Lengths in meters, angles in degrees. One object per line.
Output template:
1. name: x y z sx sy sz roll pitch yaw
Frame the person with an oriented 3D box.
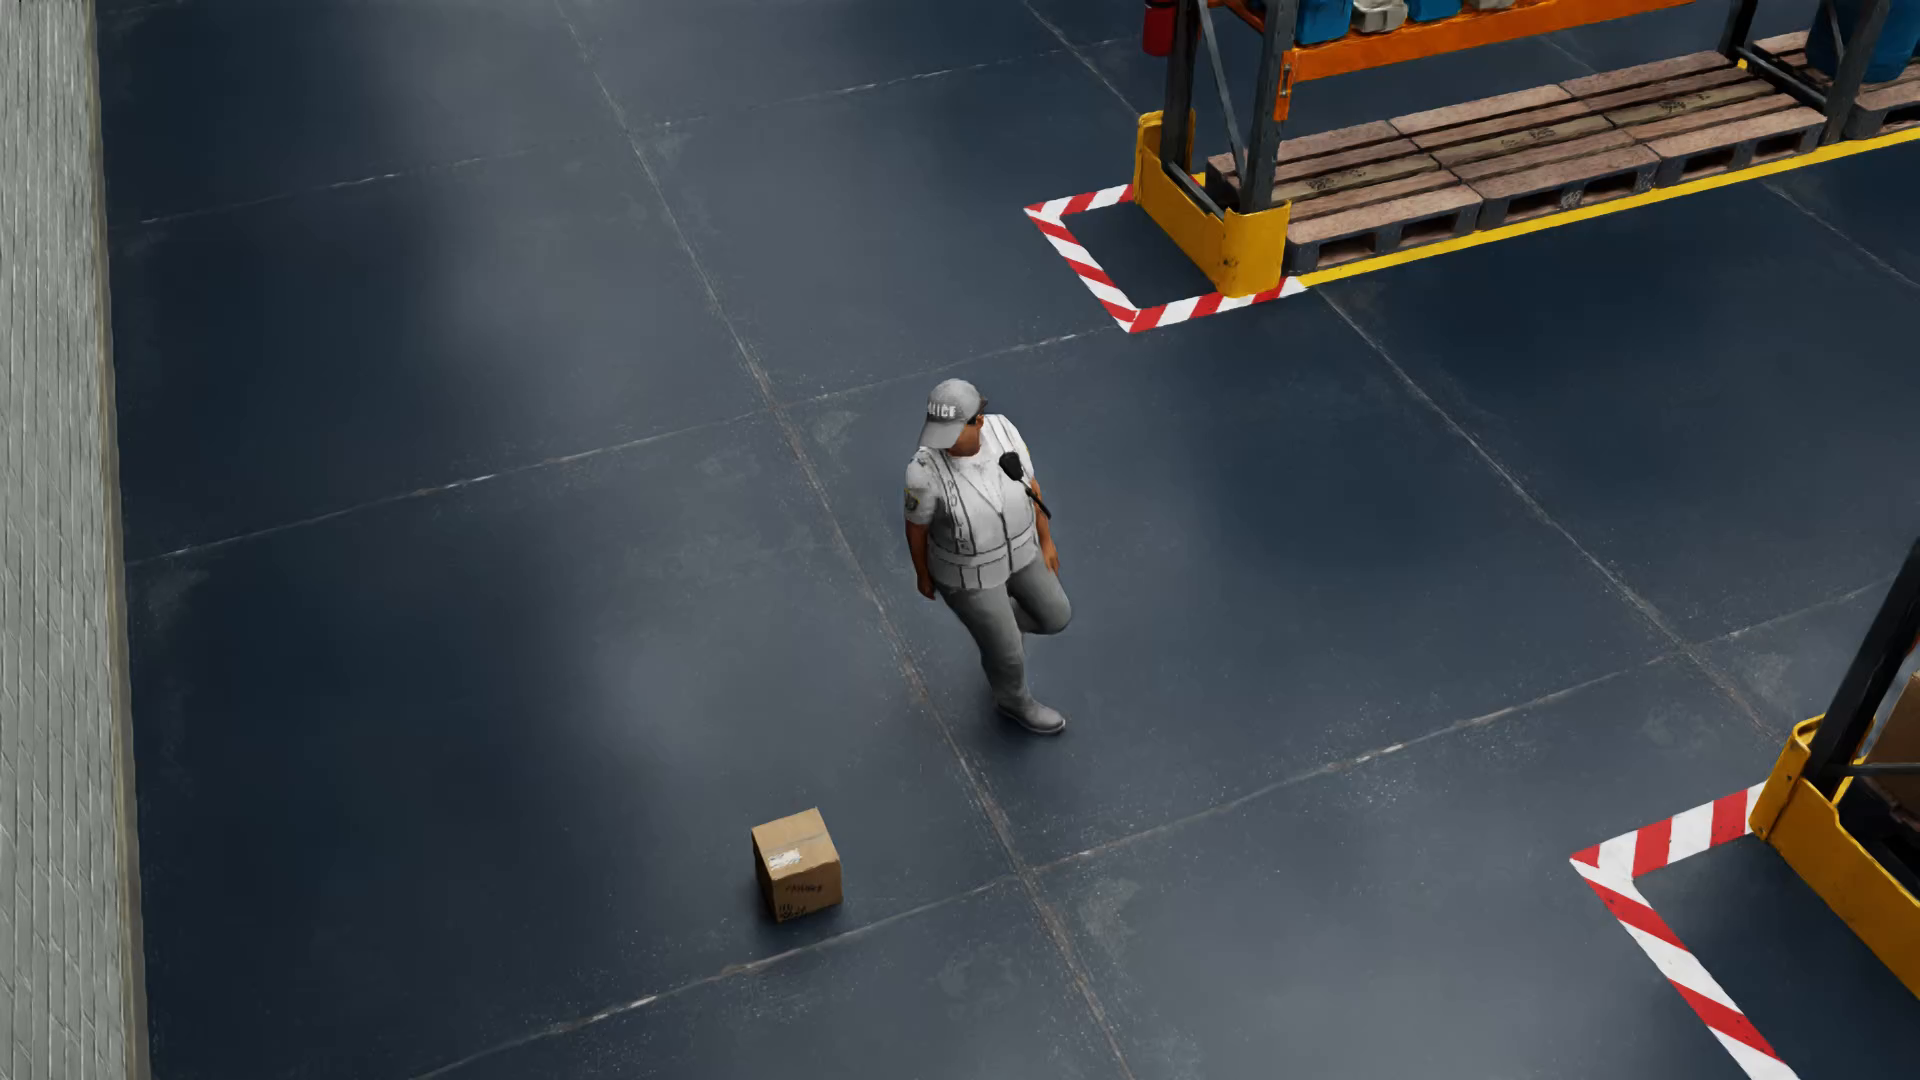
1. person: 0.111 0.079 6.096 0.561 1.626 0.548 -28 49 -28
